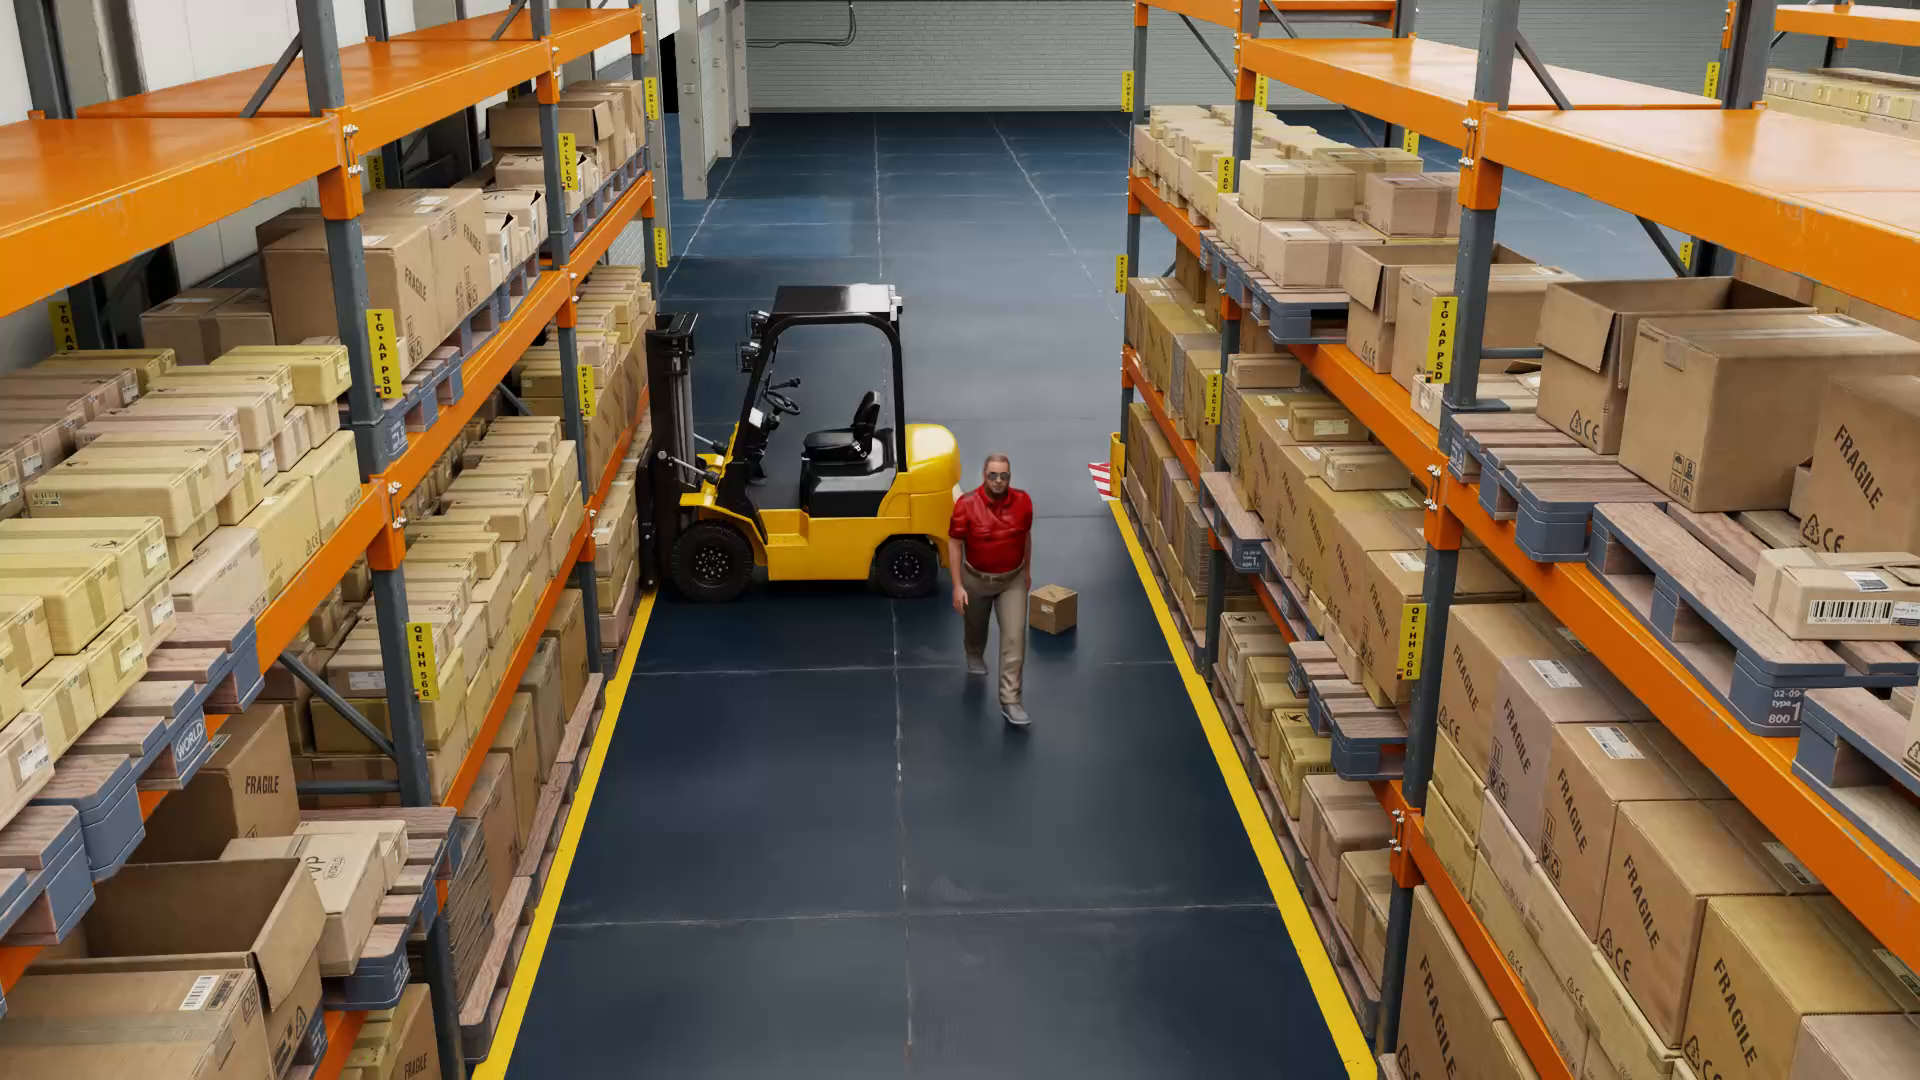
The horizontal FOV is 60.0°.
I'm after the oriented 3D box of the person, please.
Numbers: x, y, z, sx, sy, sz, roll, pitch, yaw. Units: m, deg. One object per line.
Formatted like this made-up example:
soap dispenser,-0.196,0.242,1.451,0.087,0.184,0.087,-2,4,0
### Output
person,0.198,0.244,10.467,0.566,1.669,1.072,-3,20,-7
